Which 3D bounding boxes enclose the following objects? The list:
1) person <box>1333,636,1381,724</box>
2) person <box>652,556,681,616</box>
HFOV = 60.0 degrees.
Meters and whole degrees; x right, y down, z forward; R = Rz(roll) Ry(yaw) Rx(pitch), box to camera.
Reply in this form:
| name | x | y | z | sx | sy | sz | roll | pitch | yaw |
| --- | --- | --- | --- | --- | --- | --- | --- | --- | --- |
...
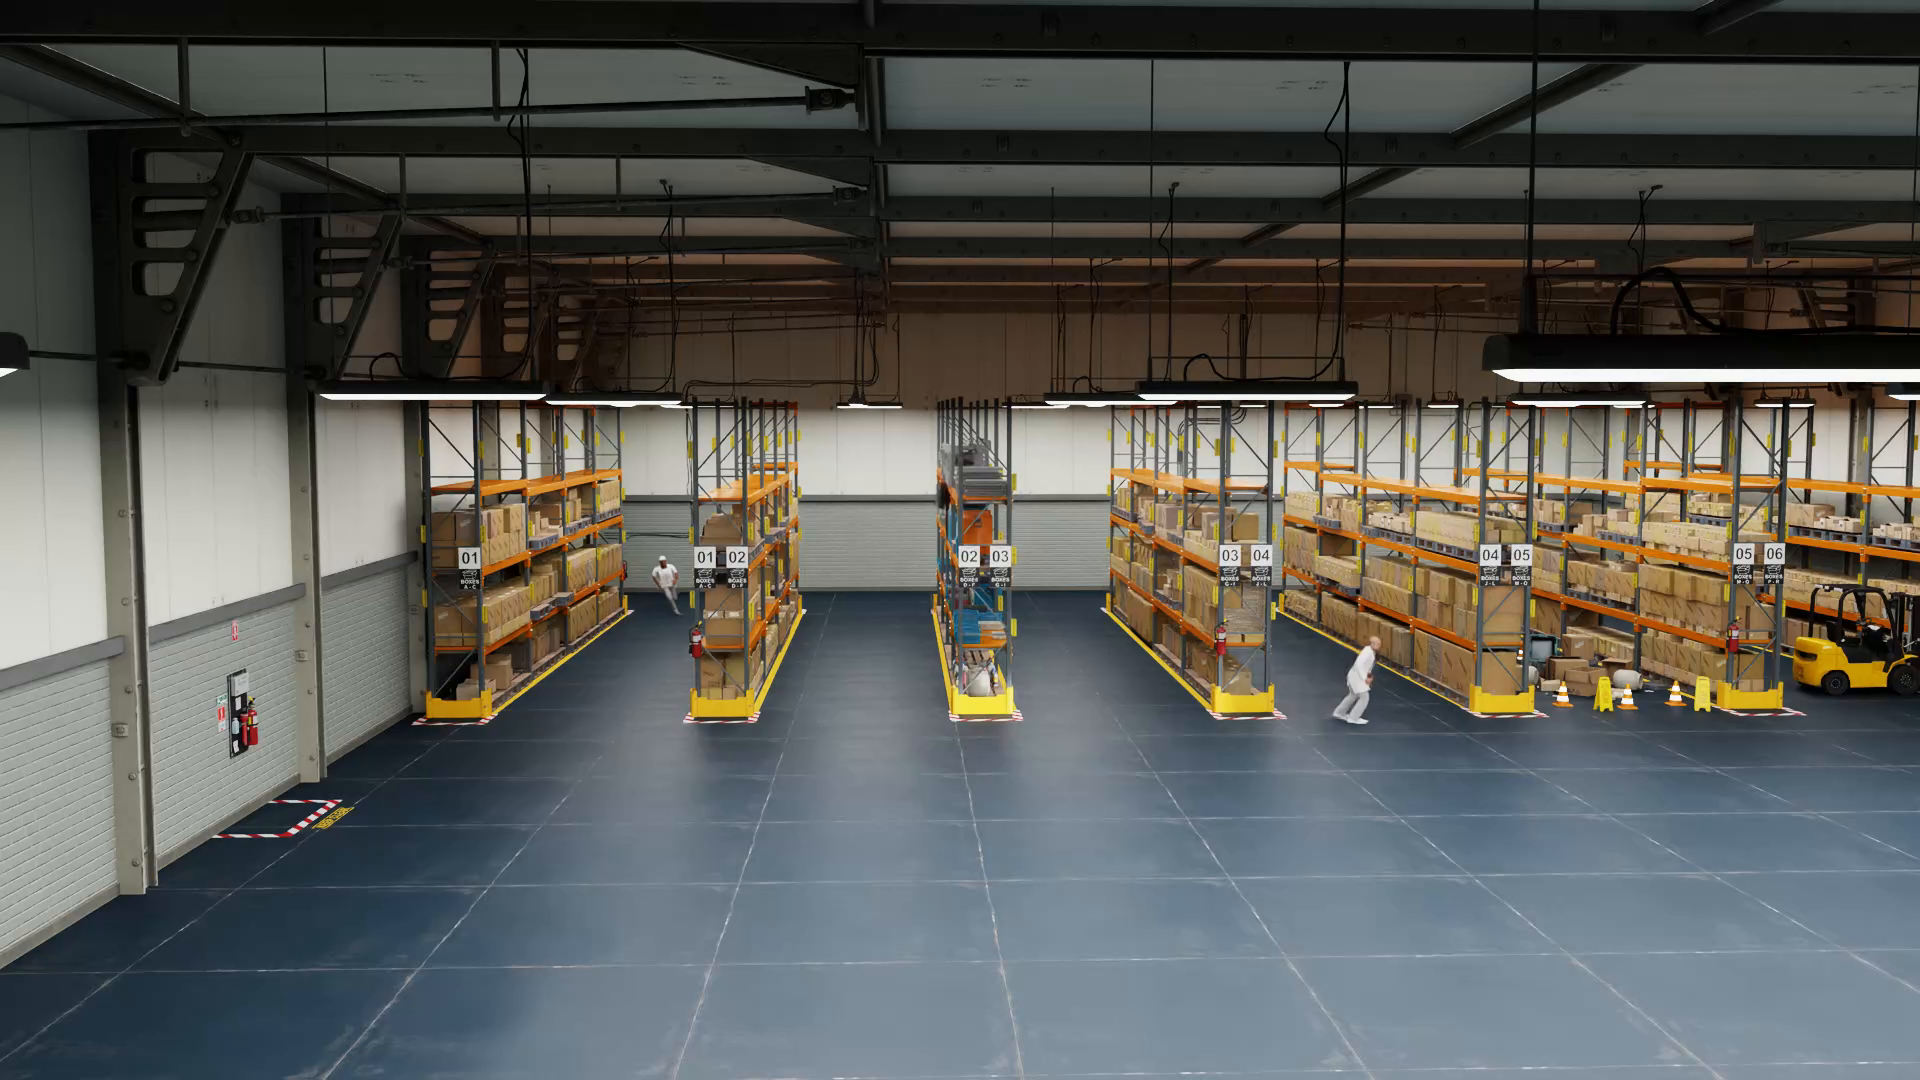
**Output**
| name | x | y | z | sx | sy | sz | roll | pitch | yaw |
| --- | --- | --- | --- | --- | --- | --- | --- | --- | --- |
| person | 7.274 | 2.554 | 30.509 | 0.870 | 1.640 | 0.751 | 1 | 5 | 18 |
| person | -8.276 | 1.275 | 46.781 | 0.731 | 1.676 | 0.779 | -2 | 5 | -21 |
